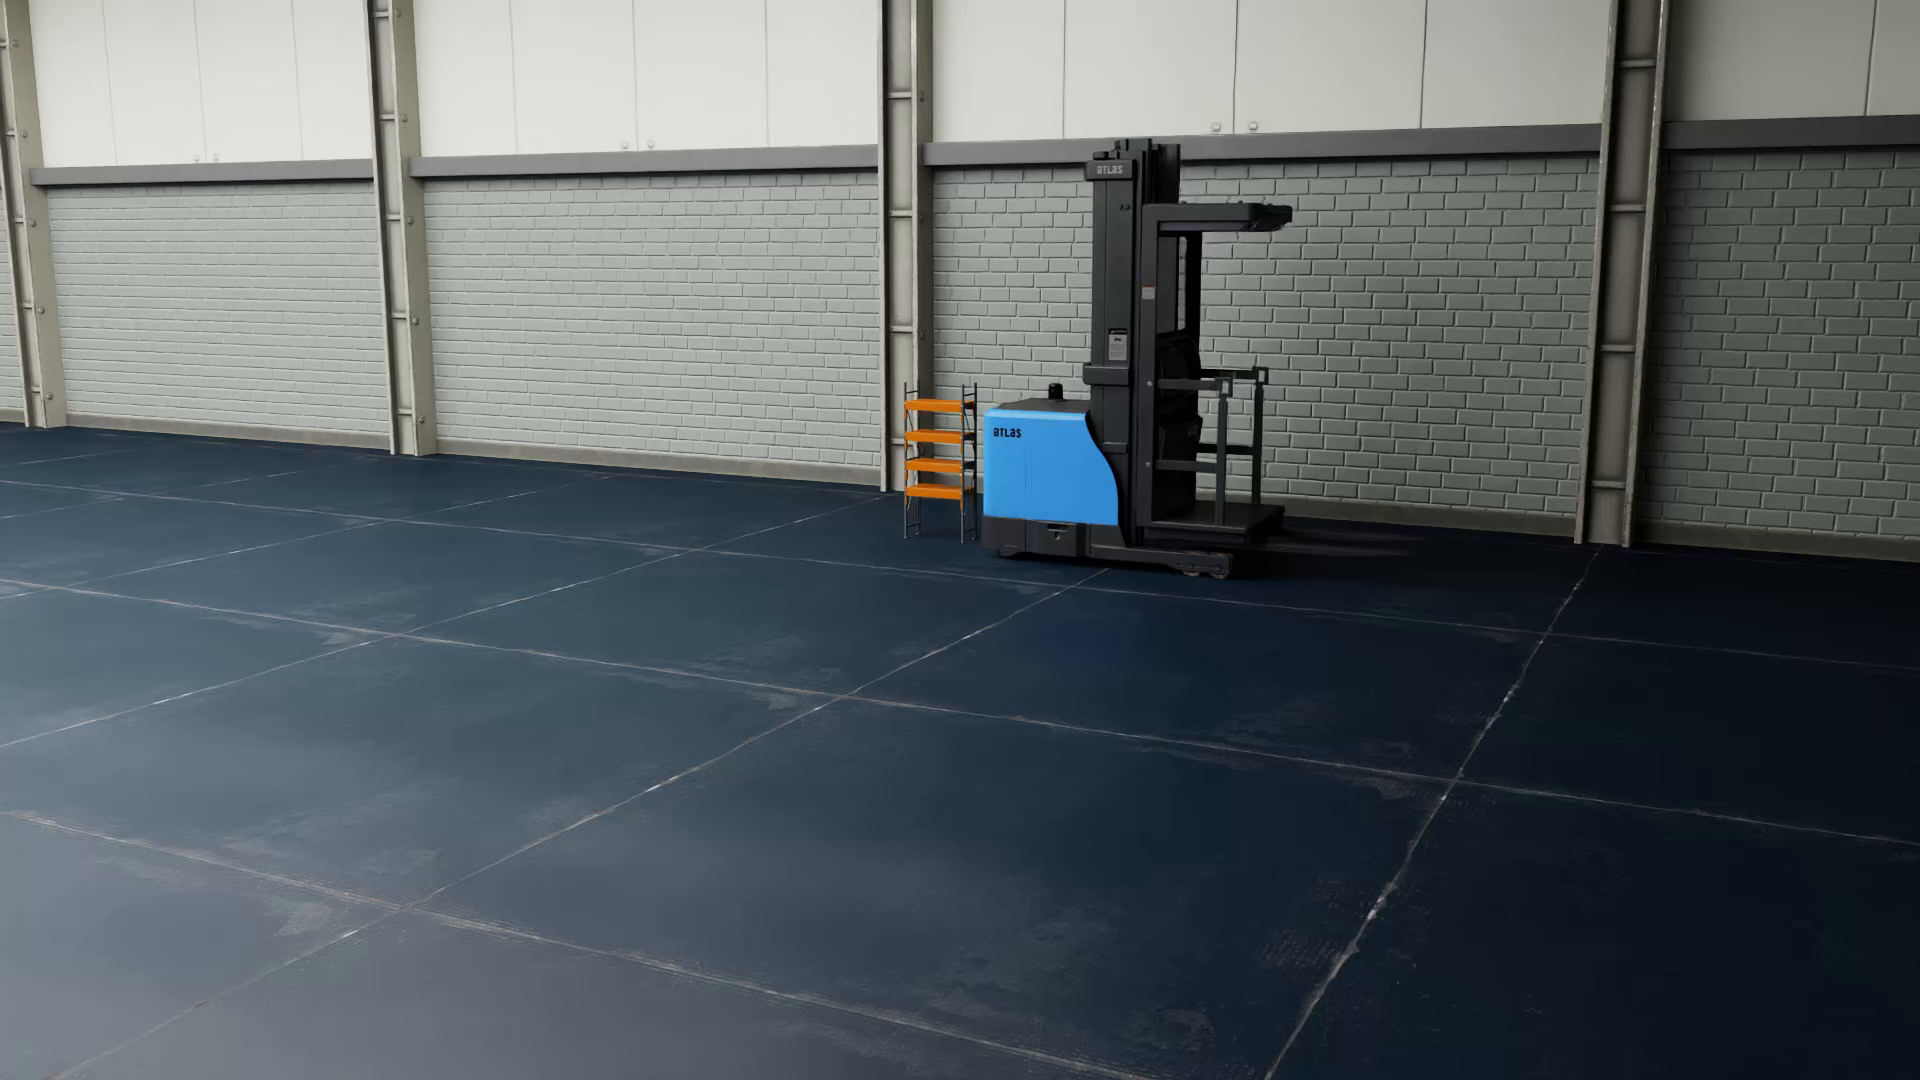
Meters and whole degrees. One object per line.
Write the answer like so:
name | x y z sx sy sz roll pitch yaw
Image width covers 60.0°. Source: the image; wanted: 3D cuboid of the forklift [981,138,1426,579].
forklift | 1.717 -1.288 11.617 3.031 2.935 1.130 5 11 24

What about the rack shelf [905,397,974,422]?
rack shelf | -0.148 -0.990 12.625 0.480 0.148 0.258 5 11 26

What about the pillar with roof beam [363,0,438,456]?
pillar with roof beam | -7.768 -4.671 13.274 0.400 9.000 9.100 5 11 26

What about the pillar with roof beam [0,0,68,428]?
pillar with roof beam | -13.149 -5.144 15.886 0.400 9.000 9.100 5 11 26

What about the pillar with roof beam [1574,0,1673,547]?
pillar with roof beam | 2.993 -3.726 8.049 0.400 9.000 9.100 5 11 26

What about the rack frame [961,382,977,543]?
rack frame | 0.070 -0.584 12.589 0.015 1.200 0.240 5 11 26

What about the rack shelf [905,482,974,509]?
rack shelf | -0.148 -0.342 12.743 0.480 0.148 0.258 5 11 26

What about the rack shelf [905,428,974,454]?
rack shelf | -0.148 -0.757 12.668 0.480 0.148 0.258 5 11 26

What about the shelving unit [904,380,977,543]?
shelving unit | -0.148 -0.603 12.695 0.503 1.200 0.258 5 11 26

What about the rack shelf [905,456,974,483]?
rack shelf | -0.148 -0.537 12.707 0.480 0.148 0.258 5 11 26

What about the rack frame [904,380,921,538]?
rack frame | -0.367 -0.623 12.802 0.015 1.200 0.240 5 11 26

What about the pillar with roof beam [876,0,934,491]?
pillar with roof beam | -2.387 -4.199 10.661 0.400 9.000 9.100 5 11 26
